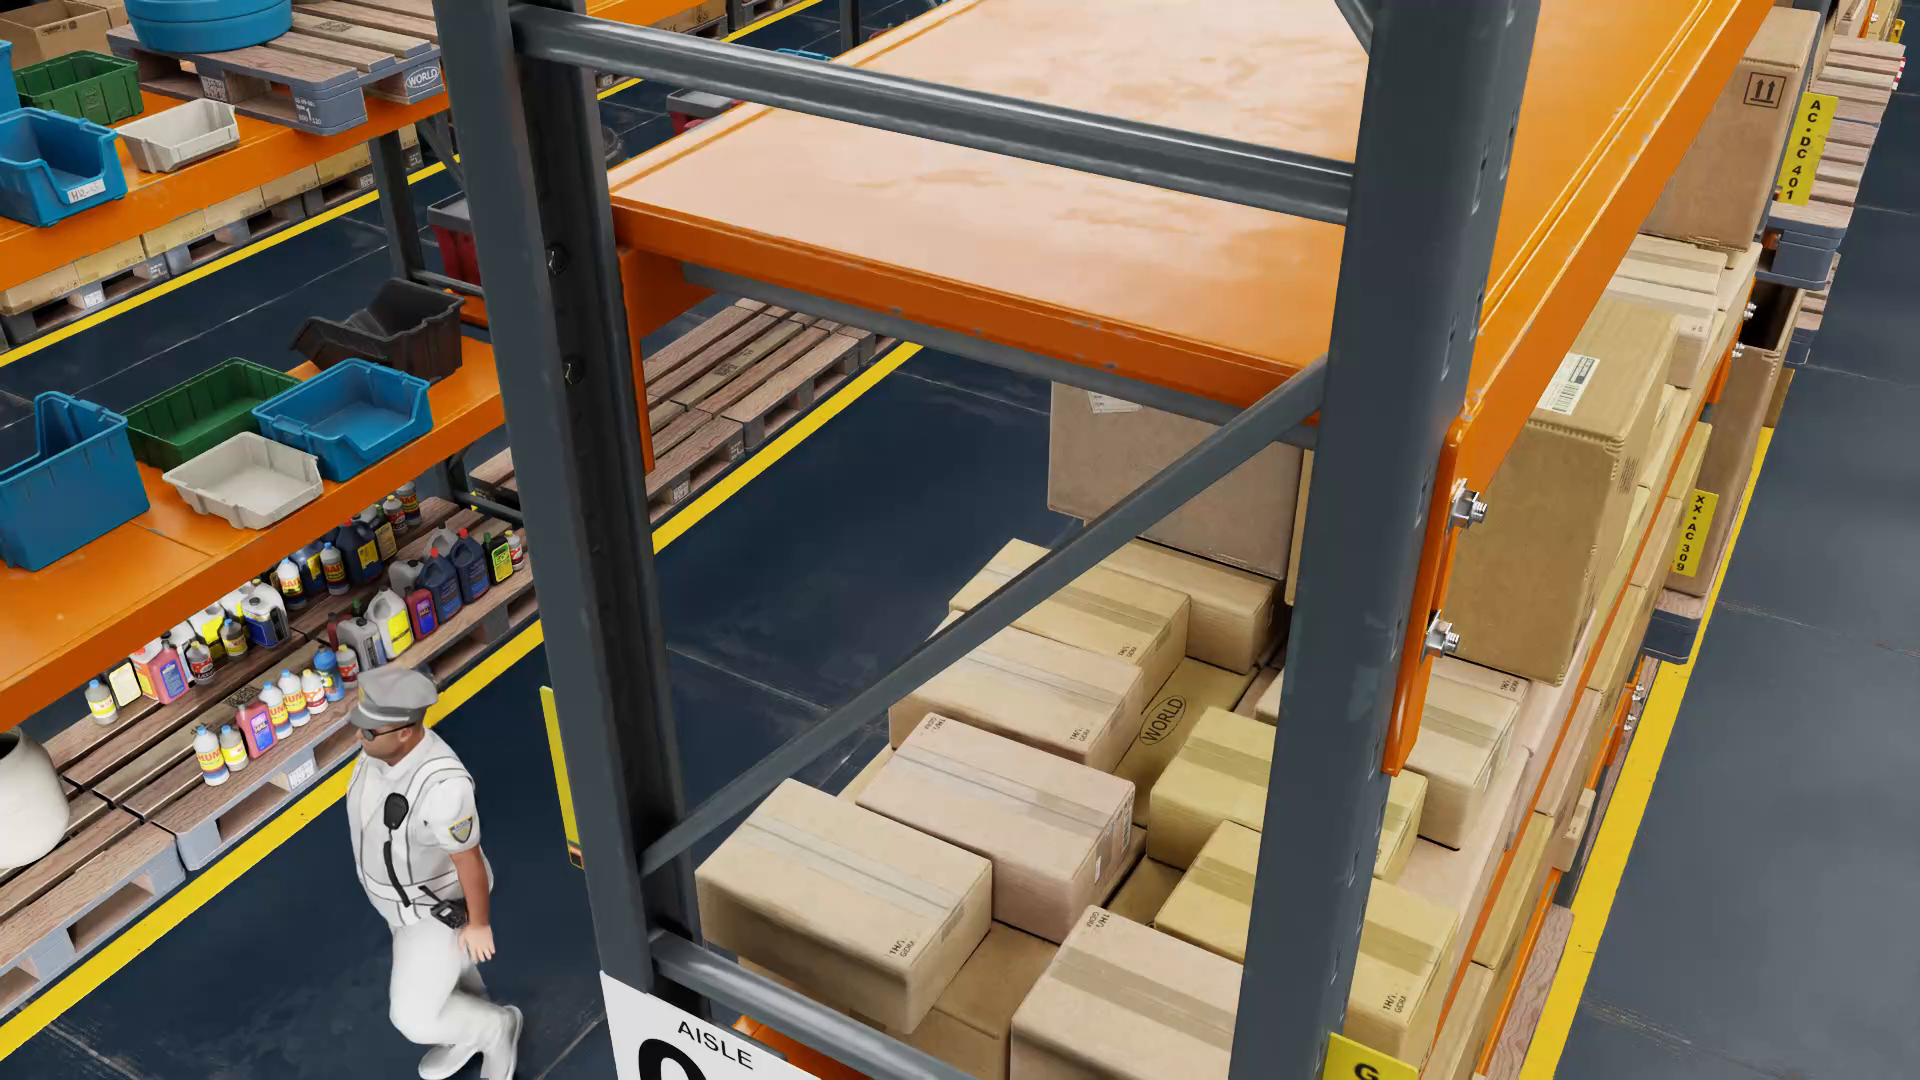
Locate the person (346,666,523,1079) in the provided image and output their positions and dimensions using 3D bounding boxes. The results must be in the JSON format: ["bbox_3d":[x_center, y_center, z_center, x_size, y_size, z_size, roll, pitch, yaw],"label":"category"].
[{"bbox_3d":[-1.817,1.195,5.574,0.462,1.802,0.568,-27,42,-34],"label":"person"}]
